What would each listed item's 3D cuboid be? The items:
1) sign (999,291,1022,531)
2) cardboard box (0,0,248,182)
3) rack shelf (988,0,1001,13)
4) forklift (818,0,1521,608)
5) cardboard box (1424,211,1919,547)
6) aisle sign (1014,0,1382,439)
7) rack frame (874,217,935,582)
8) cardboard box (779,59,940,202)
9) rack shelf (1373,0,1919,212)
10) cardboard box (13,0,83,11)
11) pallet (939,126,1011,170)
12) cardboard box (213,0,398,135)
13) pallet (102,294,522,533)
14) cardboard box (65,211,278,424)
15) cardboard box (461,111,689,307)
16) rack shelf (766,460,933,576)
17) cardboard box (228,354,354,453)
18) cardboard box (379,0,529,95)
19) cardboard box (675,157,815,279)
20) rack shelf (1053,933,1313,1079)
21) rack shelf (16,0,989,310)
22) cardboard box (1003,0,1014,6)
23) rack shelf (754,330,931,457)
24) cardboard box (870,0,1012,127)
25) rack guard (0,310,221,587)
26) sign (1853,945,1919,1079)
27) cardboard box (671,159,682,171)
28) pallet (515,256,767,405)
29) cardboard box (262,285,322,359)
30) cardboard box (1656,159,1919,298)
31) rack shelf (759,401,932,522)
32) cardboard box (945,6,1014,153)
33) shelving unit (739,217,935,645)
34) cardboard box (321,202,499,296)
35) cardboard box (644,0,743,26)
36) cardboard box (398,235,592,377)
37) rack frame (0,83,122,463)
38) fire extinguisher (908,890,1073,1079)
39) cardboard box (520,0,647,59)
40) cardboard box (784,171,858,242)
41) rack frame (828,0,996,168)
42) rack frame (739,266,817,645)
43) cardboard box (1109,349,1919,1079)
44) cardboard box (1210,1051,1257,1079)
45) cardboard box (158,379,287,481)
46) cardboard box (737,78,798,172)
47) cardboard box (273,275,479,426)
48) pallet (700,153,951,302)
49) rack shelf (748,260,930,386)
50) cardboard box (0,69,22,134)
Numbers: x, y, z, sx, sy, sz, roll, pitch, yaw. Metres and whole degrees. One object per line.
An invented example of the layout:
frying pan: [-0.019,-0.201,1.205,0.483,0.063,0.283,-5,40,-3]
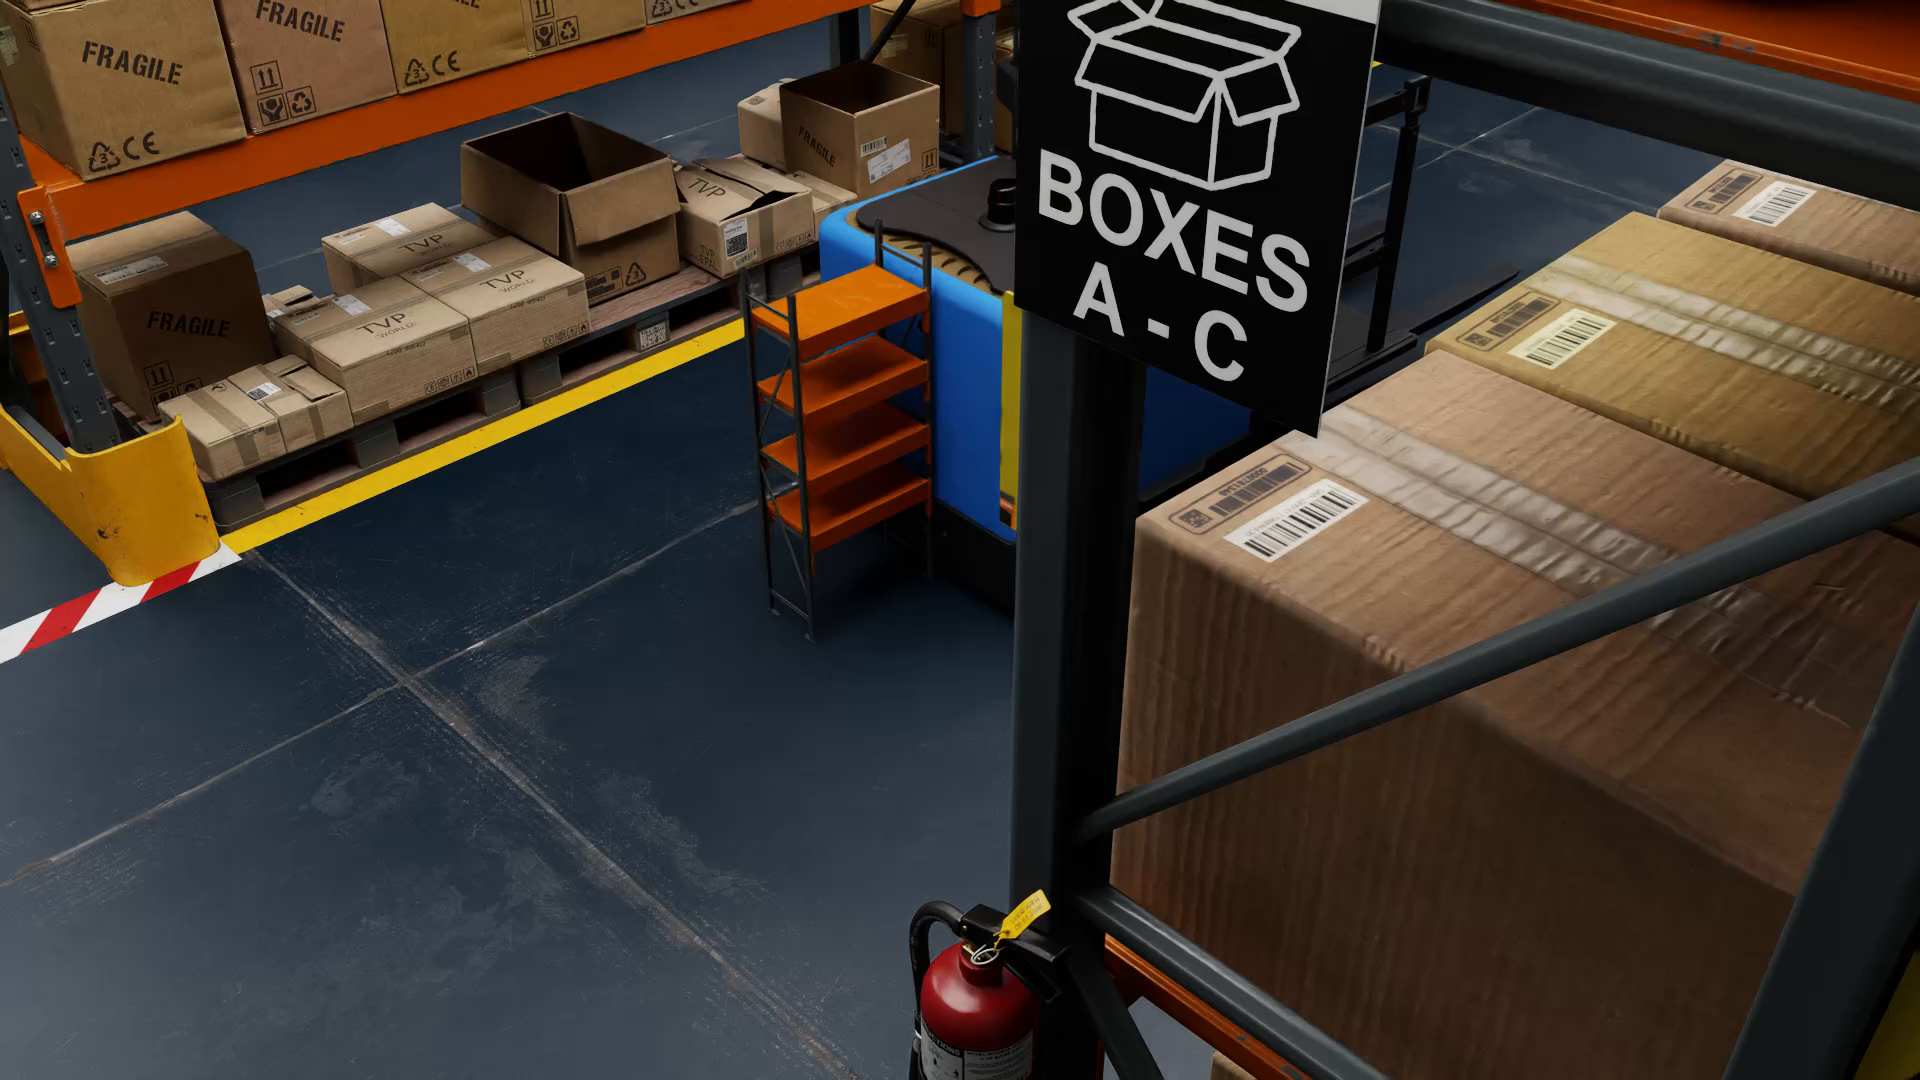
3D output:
sign: [0.087,-0.137,1.998,0.100,0.325,0.005,30,45,35]
cardboard box: [-2.556,-1.451,5.013,0.500,0.500,0.500,-29,44,-35]
rack shelf: [1.172,-3.476,8.634,1.077,0.370,4.000,30,45,35]
forklift: [0.969,-1.702,5.522,3.031,2.935,1.130,-27,43,-33]
cardboard box: [1.320,0.025,2.722,0.980,0.700,0.700,29,44,35]
aisle sign: [0.199,-0.499,1.463,0.394,0.787,0.004,30,45,35]
rack frame: [-0.168,-0.407,5.178,0.015,1.200,0.240,-27,43,-33]
cardboard box: [-0.437,-1.769,7.358,0.500,0.500,0.500,30,45,35]
rack shelf: [1.872,-1.088,2.587,1.077,0.370,4.000,30,45,35]
cardboard box: [-2.556,-1.861,4.727,0.500,0.500,0.500,-28,44,-34]
pallet: [0.309,-2.161,8.557,1.003,0.211,1.213,30,45,35]
cardboard box: [-2.196,-1.662,5.317,0.500,0.500,0.500,29,44,35]
pallet: [-2.441,-0.547,6.243,1.003,0.211,1.213,30,45,35]
cardboard box: [-2.847,-0.811,5.984,0.500,0.500,0.500,30,45,35]
cardboard box: [-1.557,-1.351,6.756,0.797,0.503,0.637,30,45,35]
rack shelf: [-0.349,-0.095,5.196,0.480,0.148,0.258,-27,43,-33]
cardboard box: [-2.340,-0.487,5.811,0.380,0.166,0.250,30,45,35]
cardboard box: [-1.840,-1.865,5.607,0.500,0.500,0.500,29,44,35]
cardboard box: [-0.966,-1.387,6.976,0.500,0.311,0.500,30,45,35]
rack shelf: [1.872,0.143,3.446,1.077,0.370,4.000,30,45,35]
rack shelf: [-1.646,-1.852,6.306,1.077,0.370,4.000,30,45,35]
cardboard box: [0.261,-2.628,8.589,0.500,0.500,0.500,-30,45,-35]
rack shelf: [-0.349,-0.442,4.954,0.480,0.148,0.258,-27,43,-33]
cardboard box: [-0.093,-2.430,8.307,0.500,0.500,0.500,29,44,35]
rack guard: [-3.002,-0.341,5.695,1.175,0.500,0.348,30,45,35]
sign: [0.852,0.498,1.481,0.100,0.325,0.005,30,45,35]
cardboard box: [-1.289,-1.539,7.321,0.380,0.166,0.250,30,45,35]
pallet: [-1.581,-1.040,6.949,1.003,0.211,1.213,30,45,35]
cardboard box: [-2.498,-0.802,6.263,0.380,0.166,0.250,30,45,35]
cardboard box: [1.863,-0.280,3.161,0.980,0.700,0.700,27,43,33]
rack shelf: [-0.349,-0.258,5.082,0.480,0.148,0.258,-27,43,-33]
cardboard box: [0.277,-2.213,7.994,0.500,0.500,0.500,27,43,33]
shelving unit: [-0.349,-0.313,5.044,0.503,1.200,0.258,-27,43,-33]
cardboard box: [-2.156,-1.082,6.591,0.500,0.250,0.500,30,45,35]
cardboard box: [-1.130,-2.275,6.195,0.500,0.500,0.500,-29,44,-35]
cardboard box: [-1.766,-0.901,6.332,0.500,0.250,0.500,30,45,35]
rack frame: [-3.055,-1.336,4.936,1.000,3.000,0.127,30,45,35]
fire extinguisher: [0.029,0.719,2.383,0.296,0.674,0.183,30,45,35]
cardboard box: [-1.487,-2.067,5.897,0.500,0.500,0.500,-29,44,-35]
cardboard box: [-0.659,-1.449,7.206,0.380,0.149,0.250,30,45,35]
rack frame: [-0.237,-2.959,7.264,1.000,3.000,0.127,30,45,35]
rack frame: [-0.531,-0.220,4.910,0.015,1.200,0.240,-27,43,-33]
cardboard box: [0.815,0.325,2.292,0.700,0.700,0.980,-28,43,-34]
cardboard box: [0.885,1.188,3.136,0.700,0.500,0.500,30,45,35]
cardboard box: [-2.516,-0.378,5.671,0.380,0.149,0.250,30,45,35]
cardboard box: [-0.686,-1.954,7.788,0.500,0.311,0.500,30,45,35]
cardboard box: [-2.119,-0.698,6.040,0.500,0.250,0.500,30,45,35]
pallet: [-0.722,-1.537,7.663,1.003,0.211,1.213,30,45,35]
rack shelf: [-0.349,-0.636,4.819,0.480,0.148,0.258,-27,43,-33]
cardboard box: [-2.933,-1.668,5.326,0.500,0.500,0.500,-28,44,-34]
